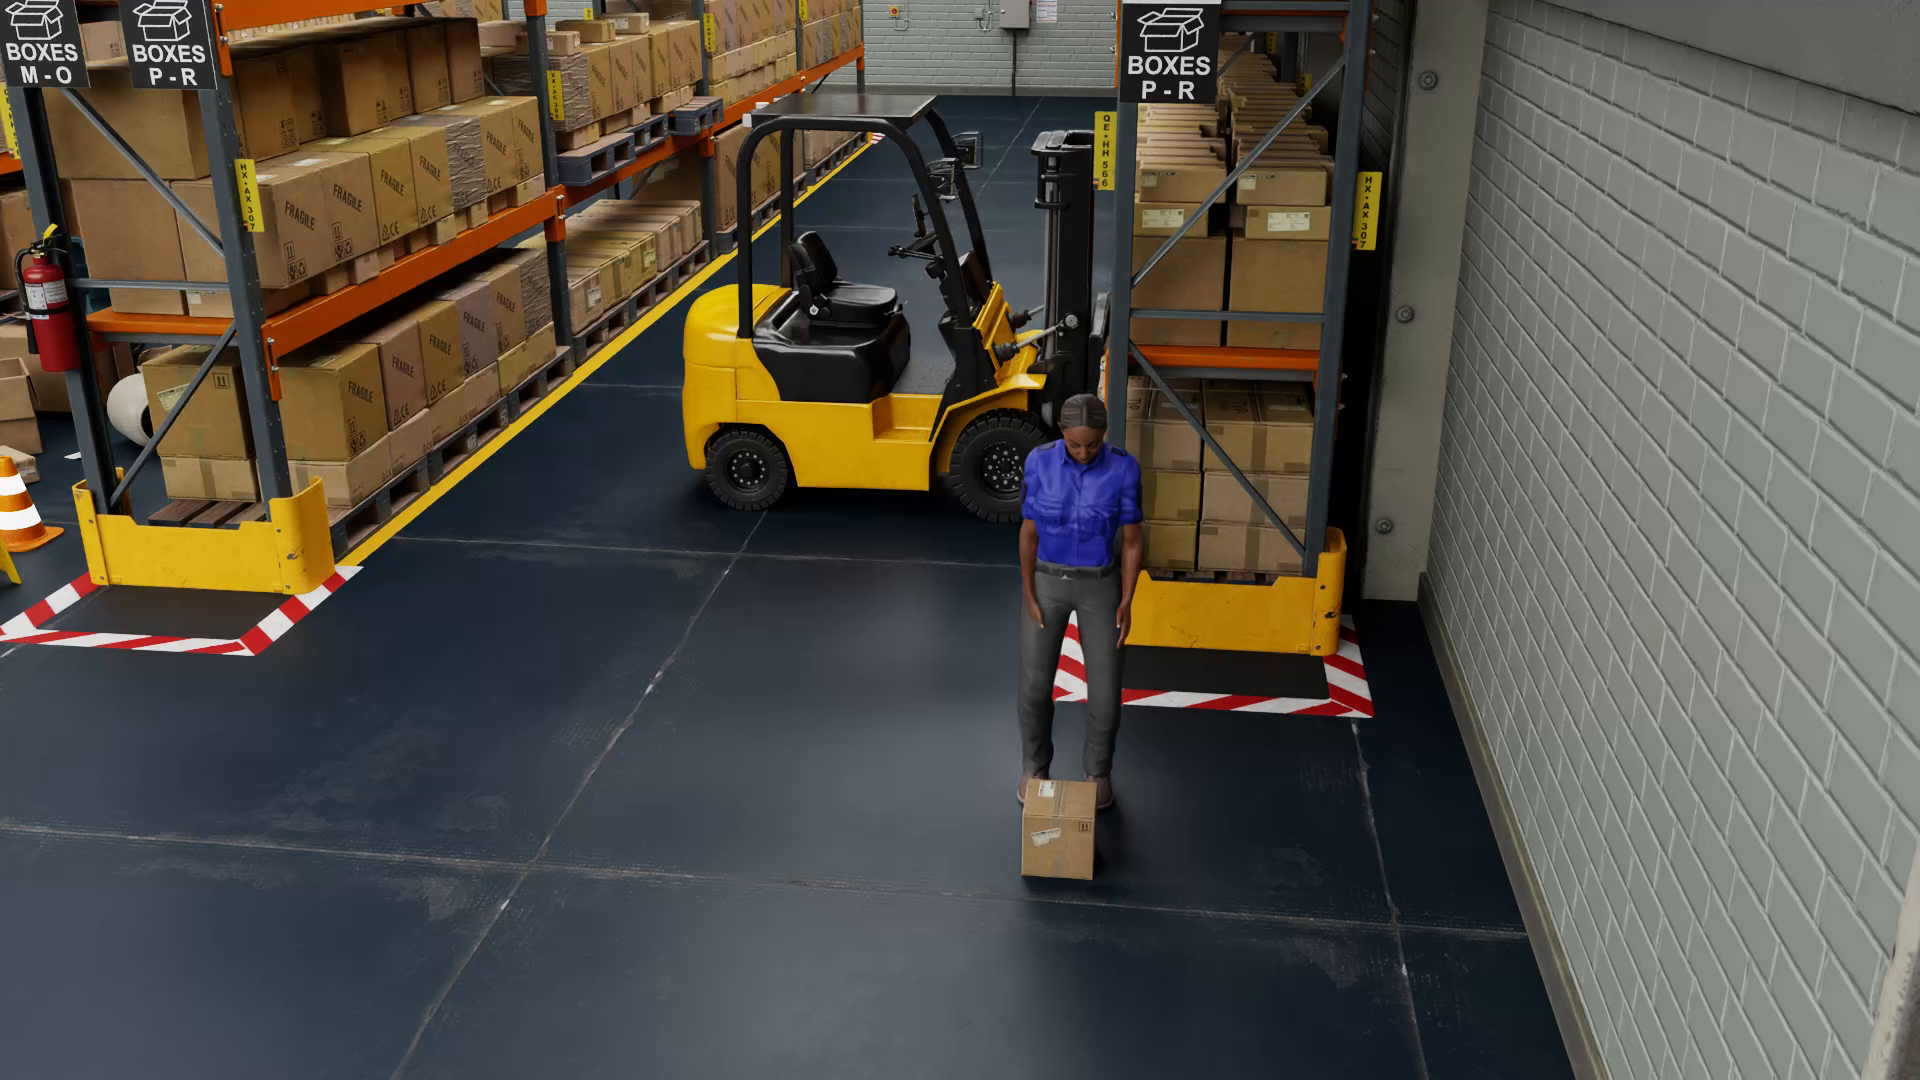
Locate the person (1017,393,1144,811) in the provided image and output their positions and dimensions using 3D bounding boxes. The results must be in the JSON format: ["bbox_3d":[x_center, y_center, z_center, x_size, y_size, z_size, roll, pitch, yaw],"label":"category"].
[{"bbox_3d":[0.439,0.221,6.098,0.453,1.618,0.367,3,22,8],"label":"person"}]
